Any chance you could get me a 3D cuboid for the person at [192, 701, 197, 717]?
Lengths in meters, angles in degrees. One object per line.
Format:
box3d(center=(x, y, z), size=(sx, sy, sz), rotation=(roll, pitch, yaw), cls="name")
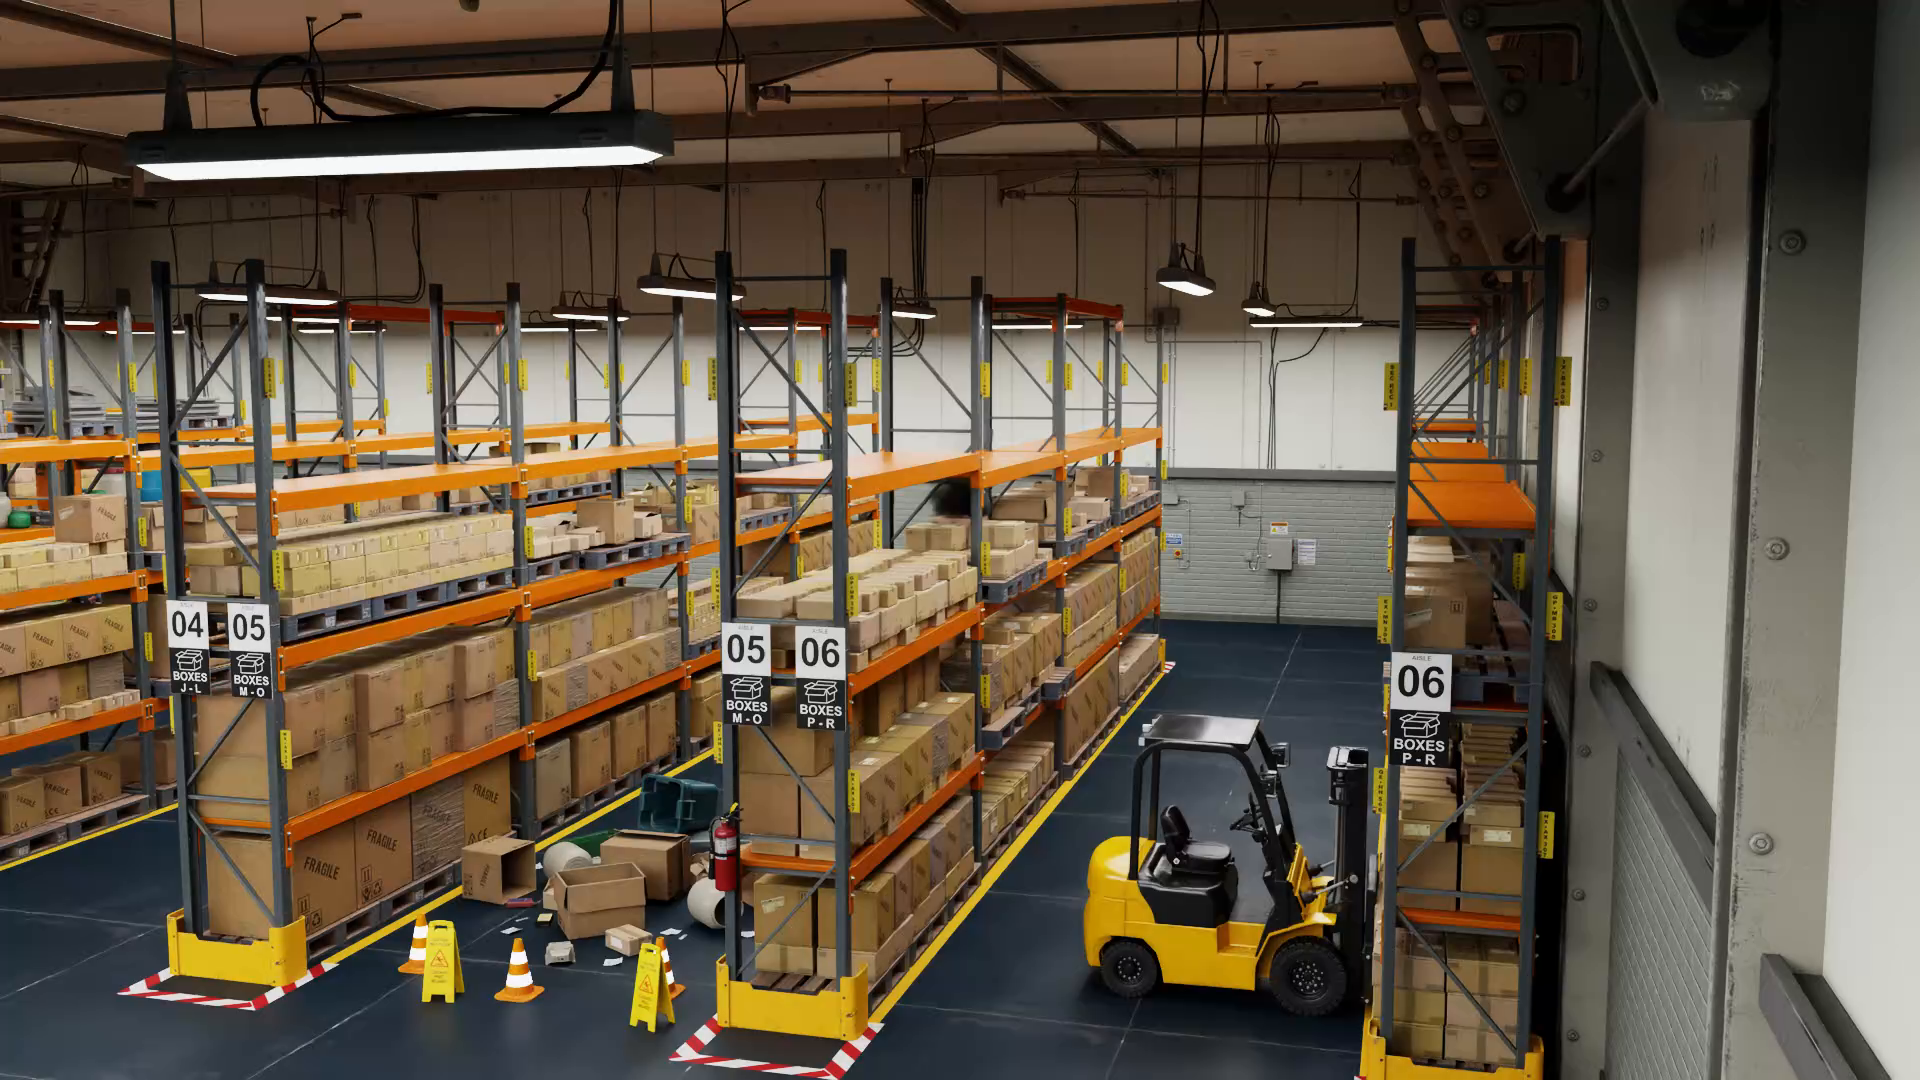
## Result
box3d(center=(-11.133, 1.740, 24.232), size=(0.678, 1.735, 0.612), rotation=(1, 6, 6), cls="person")
